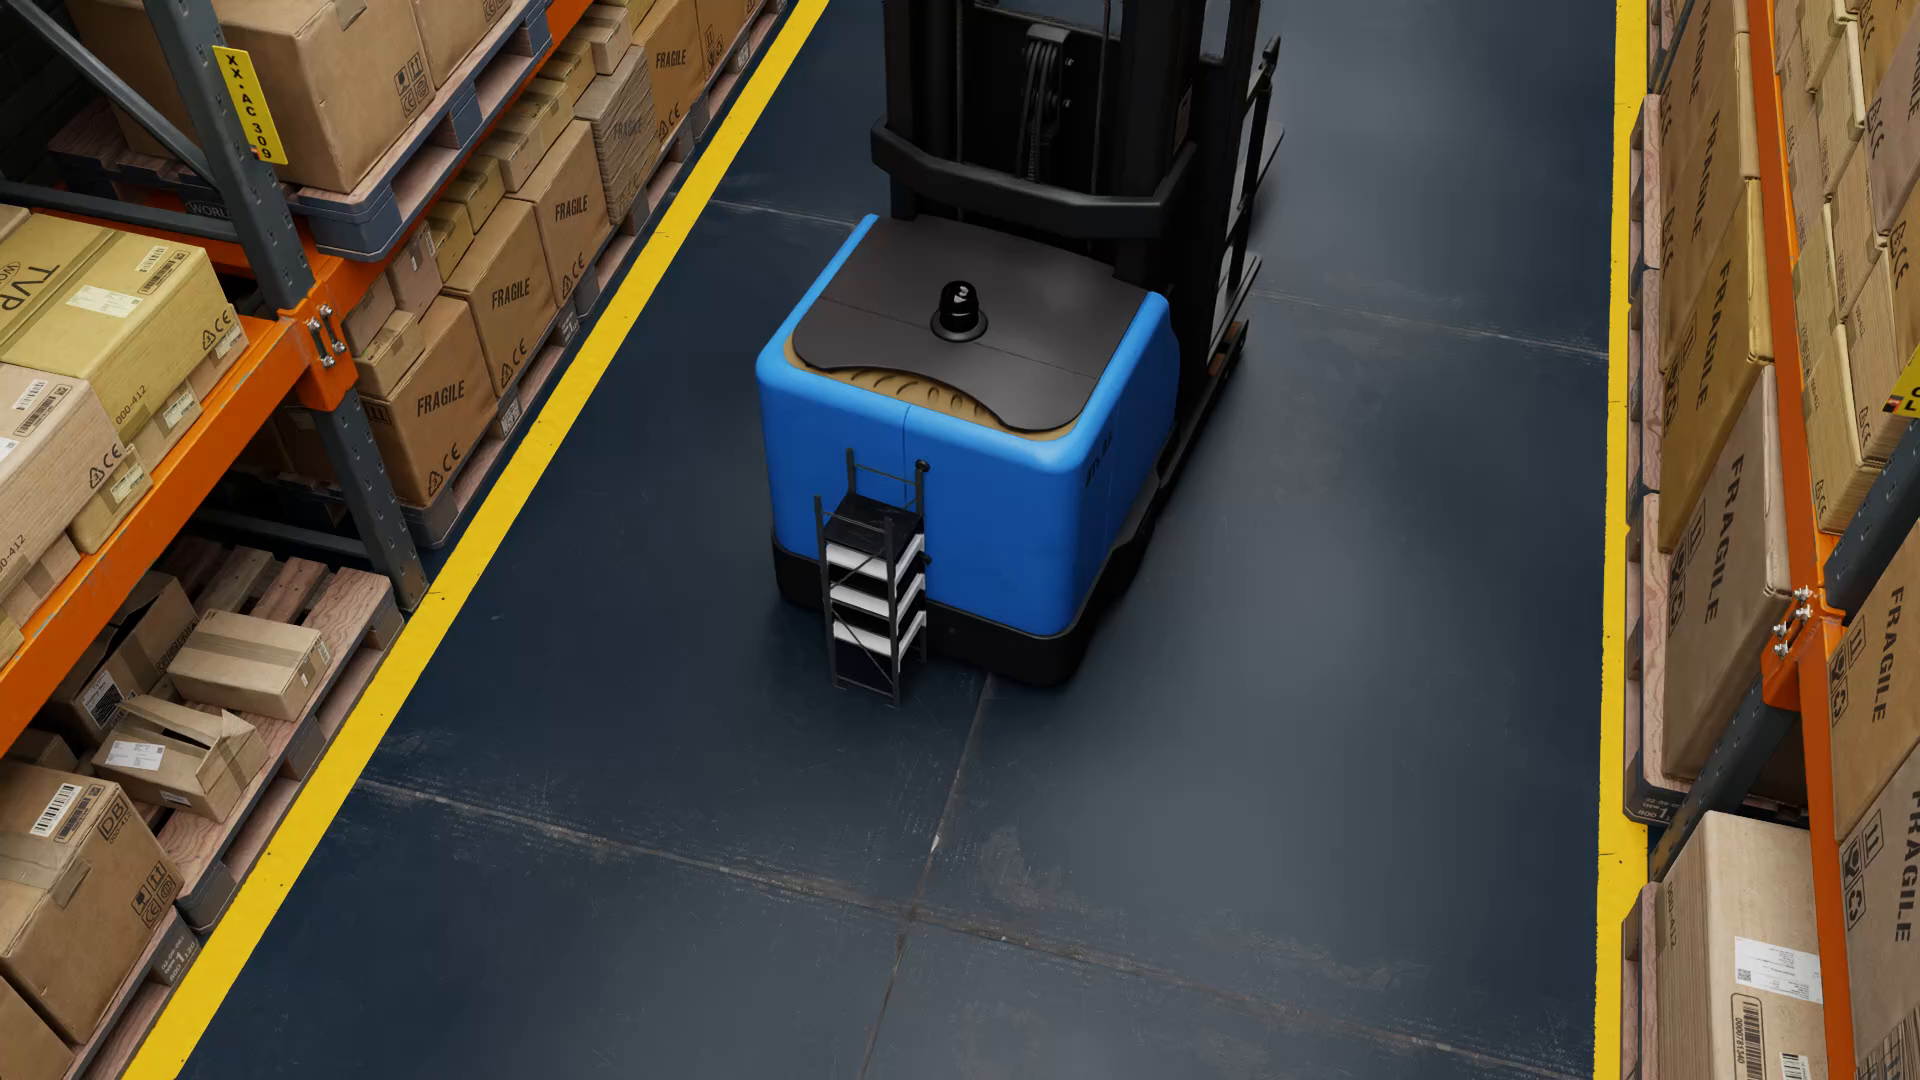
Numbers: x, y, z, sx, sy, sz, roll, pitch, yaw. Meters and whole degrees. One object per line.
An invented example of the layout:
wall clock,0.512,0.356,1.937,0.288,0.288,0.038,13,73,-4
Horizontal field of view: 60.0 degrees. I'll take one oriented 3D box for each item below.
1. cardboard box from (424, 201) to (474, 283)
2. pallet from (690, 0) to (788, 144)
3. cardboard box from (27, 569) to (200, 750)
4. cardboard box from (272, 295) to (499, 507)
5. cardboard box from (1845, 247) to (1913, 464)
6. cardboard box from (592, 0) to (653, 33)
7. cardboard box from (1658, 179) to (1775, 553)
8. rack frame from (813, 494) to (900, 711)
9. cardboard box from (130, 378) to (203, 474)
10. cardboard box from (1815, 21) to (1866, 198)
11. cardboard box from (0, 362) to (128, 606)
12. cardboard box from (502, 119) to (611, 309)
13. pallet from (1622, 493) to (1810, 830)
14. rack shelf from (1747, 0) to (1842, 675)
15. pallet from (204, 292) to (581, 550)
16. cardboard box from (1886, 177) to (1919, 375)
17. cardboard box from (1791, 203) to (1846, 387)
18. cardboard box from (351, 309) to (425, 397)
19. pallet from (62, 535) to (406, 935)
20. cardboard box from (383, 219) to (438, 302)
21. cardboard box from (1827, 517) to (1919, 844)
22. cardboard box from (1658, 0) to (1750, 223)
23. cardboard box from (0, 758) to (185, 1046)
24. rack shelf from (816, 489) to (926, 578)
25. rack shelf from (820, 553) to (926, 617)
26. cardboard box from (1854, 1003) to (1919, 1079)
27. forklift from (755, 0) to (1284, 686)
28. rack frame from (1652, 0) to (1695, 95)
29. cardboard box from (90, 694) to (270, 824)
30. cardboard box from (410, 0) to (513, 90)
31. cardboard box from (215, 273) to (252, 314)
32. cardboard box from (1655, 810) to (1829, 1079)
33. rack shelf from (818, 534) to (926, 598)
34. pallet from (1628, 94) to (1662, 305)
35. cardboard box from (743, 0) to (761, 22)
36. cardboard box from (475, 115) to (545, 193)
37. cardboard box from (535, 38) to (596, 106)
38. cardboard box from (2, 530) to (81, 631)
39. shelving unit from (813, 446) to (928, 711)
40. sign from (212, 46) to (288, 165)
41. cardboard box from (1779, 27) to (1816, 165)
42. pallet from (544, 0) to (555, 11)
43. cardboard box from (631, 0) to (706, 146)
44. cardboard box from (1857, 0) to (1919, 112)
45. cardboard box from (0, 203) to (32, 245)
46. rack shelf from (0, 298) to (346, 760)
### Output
cardboard box,-1.879,-1.025,5.609,0.380,0.149,0.250,9,49,8
pallet,-1.465,-2.326,7.663,1.003,0.211,1.213,12,50,10
cardboard box,-2.686,0.293,5.004,0.500,0.311,0.500,13,50,11
cardboard box,-1.940,-0.506,5.583,0.500,0.500,0.500,14,50,12
cardboard box,2.387,-0.394,3.864,0.500,0.250,0.500,12,50,10
cardboard box,-1.450,-2.153,6.604,0.380,0.149,0.250,11,49,9
cardboard box,2.821,-0.467,5.298,0.875,0.875,0.875,13,50,11
rack frame,-0.300,0.205,4.968,0.240,0.900,0.006,18,51,15
cardboard box,-2.172,-0.332,4.210,0.380,0.149,0.250,13,50,11
cardboard box,2.642,-1.133,4.516,0.500,0.250,0.500,13,50,11
cardboard box,-2.301,-0.156,3.788,0.500,0.250,0.500,12,50,10
cardboard box,-1.674,-1.253,6.242,0.500,0.500,0.500,10,49,9
pallet,2.635,0.438,5.223,1.003,0.211,1.213,12,50,10
rack shelf,3.032,-1.120,5.218,1.077,0.370,4.000,12,50,10
pallet,-2.107,-0.562,6.105,1.003,0.211,1.213,12,50,10
cardboard box,2.380,-0.648,3.588,0.500,0.500,0.500,13,50,11
cardboard box,2.515,-0.604,4.383,0.500,0.250,0.500,11,49,10
cardboard box,-1.933,-0.622,5.253,0.380,0.149,0.250,14,50,12
pallet,-2.466,0.531,5.141,1.003,0.211,1.213,12,50,10
cardboard box,-1.911,-0.918,5.315,0.380,0.149,0.250,9,49,8
cardboard box,2.129,0.343,3.380,0.500,0.500,0.500,13,50,11
cardboard box,3.296,-1.758,6.438,0.875,0.875,0.875,11,50,10
cardboard box,-2.549,0.908,4.335,0.700,0.500,0.500,10,49,9
rack shelf,-0.259,-0.021,4.853,0.258,0.077,0.200,18,51,15
rack shelf,-0.259,0.098,4.988,0.258,0.077,0.200,18,51,15
cardboard box,1.856,1.065,2.743,0.500,0.500,0.500,12,50,10
forklift,0.445,-1.634,5.237,1.130,2.935,3.031,18,51,15
rack frame,3.558,-2.805,6.225,1.000,3.000,0.127,12,50,10
cardboard box,-2.242,0.596,4.766,0.396,0.266,0.258,13,50,11
cardboard box,-1.805,-1.741,4.939,0.700,0.500,0.500,12,50,10
cardboard box,-2.466,-0.738,5.355,0.380,0.149,0.250,10,49,9
cardboard box,2.236,1.230,4.092,0.875,0.438,0.875,11,49,9
rack shelf,-0.259,0.039,4.920,0.258,0.077,0.200,18,51,15
pallet,3.278,-1.327,6.780,1.003,0.211,1.213,12,50,10
cardboard box,-1.136,-2.745,7.559,0.500,0.500,0.500,13,50,11
cardboard box,-1.718,-1.400,5.939,0.380,0.149,0.250,11,50,10
cardboard box,-1.607,-1.780,6.275,0.380,0.149,0.250,12,50,10
cardboard box,-2.313,0.045,3.877,0.380,0.149,0.250,13,50,11
shelving unit,-0.259,0.136,5.030,0.258,0.900,0.210,18,51,15
sign,-1.759,-1.073,4.119,0.100,0.325,0.005,12,50,10
cardboard box,2.798,-1.340,5.032,0.500,0.250,0.500,12,50,10
pallet,-1.739,-2.311,5.917,1.003,0.211,1.213,12,50,10
cardboard box,-1.413,-2.006,6.907,0.500,0.500,0.500,14,50,12
cardboard box,2.662,-1.387,4.240,0.500,0.500,0.500,13,50,11
cardboard box,-2.675,-0.632,4.209,0.500,0.250,0.500,11,50,10
rack shelf,-2.811,0.796,3.526,1.077,0.370,4.000,12,50,10
